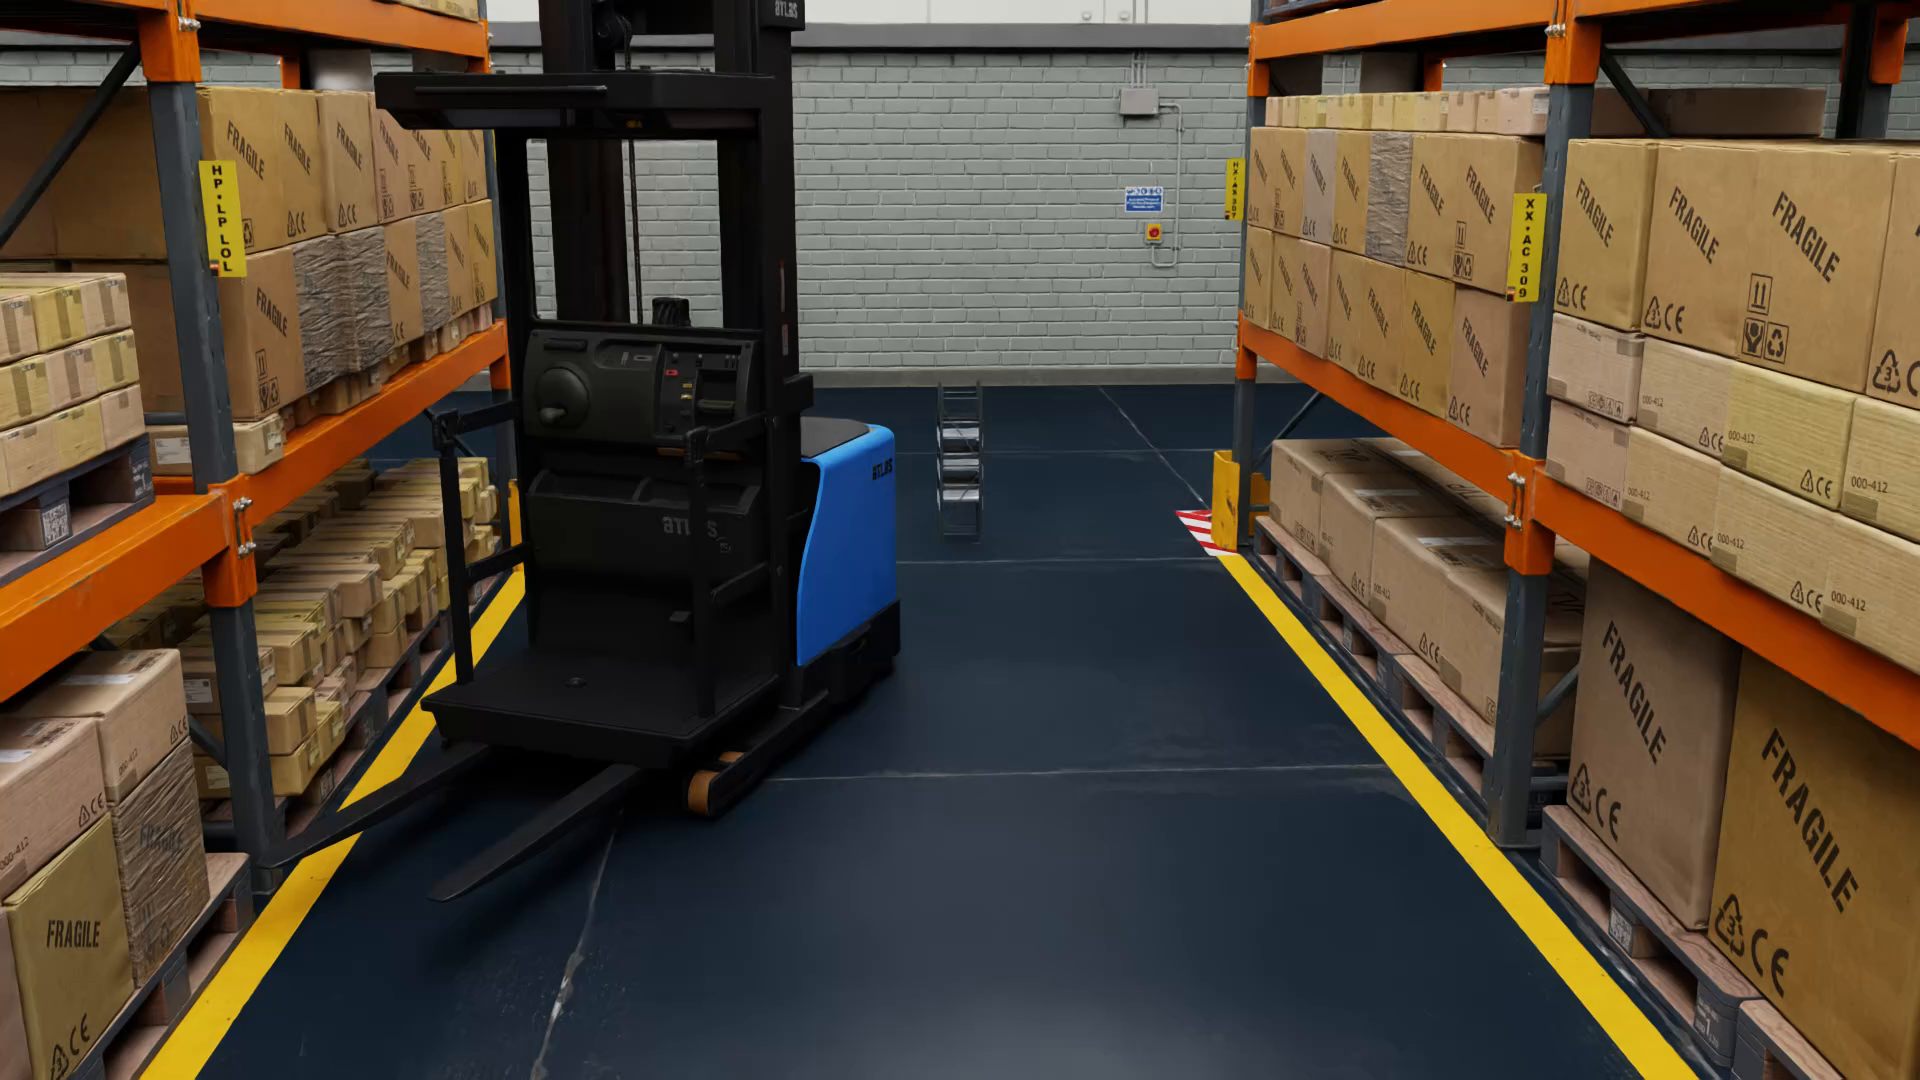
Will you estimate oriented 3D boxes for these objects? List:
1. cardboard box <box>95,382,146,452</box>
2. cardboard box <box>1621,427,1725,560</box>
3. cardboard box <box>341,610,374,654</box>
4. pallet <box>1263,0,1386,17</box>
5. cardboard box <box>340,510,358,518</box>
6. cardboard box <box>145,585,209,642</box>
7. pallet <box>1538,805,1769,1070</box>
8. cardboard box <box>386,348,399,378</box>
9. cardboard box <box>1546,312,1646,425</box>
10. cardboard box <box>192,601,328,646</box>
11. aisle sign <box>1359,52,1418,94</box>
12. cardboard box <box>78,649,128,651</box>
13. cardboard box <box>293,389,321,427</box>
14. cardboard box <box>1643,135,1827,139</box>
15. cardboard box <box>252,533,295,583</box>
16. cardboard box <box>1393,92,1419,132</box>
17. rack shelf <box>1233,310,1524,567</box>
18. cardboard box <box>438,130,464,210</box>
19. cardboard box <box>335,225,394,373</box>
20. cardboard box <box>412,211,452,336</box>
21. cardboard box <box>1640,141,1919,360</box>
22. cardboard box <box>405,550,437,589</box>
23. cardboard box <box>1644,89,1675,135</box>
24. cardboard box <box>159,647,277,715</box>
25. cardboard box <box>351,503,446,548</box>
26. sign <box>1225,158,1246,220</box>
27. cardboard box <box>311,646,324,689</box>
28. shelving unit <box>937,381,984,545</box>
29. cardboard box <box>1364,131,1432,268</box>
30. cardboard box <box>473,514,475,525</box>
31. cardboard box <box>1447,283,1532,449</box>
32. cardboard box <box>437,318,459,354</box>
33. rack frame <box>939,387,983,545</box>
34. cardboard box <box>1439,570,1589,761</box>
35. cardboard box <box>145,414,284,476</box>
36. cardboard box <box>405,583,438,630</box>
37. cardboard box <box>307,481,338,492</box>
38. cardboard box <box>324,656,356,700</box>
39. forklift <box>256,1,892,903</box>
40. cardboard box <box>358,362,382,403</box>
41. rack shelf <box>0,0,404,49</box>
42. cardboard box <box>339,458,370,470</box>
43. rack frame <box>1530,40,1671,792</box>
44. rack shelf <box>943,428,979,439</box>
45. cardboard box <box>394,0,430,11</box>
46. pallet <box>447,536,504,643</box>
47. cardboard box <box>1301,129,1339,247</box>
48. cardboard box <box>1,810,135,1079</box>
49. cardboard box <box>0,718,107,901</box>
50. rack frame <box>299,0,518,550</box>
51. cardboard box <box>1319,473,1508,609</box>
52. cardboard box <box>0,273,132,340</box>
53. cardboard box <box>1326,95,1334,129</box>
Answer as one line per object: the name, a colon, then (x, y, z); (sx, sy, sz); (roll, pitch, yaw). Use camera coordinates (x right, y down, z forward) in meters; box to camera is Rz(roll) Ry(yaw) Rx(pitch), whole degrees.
cardboard box: (-2.428, -0.329, 4.446); (0.380, 0.149, 0.250); (-1, 14, -5)
cardboard box: (2.081, -0.129, 4.311); (0.500, 0.250, 0.500); (-1, 14, -5)
cardboard box: (-2.517, 0.338, 6.475); (0.380, 0.149, 0.250); (0, 14, -1)
pallet: (2.093, -2.664, 8.020); (1.003, 0.211, 1.213); (-1, 14, -3)
cardboard box: (-3.058, -0.042, 7.950); (0.380, 0.149, 0.250); (-1, 14, -3)
cardboard box: (-2.948, 0.272, 6.136); (0.380, 0.149, 0.250); (0, 14, -2)
pallet: (2.407, 1.097, 4.839); (1.003, 0.211, 1.213); (-1, 14, -3)
cardboard box: (-2.571, -0.752, 6.932); (0.380, 0.149, 0.250); (-1, 14, -2)
cardboard box: (2.030, -0.500, 4.747); (0.500, 0.250, 0.500); (-1, 14, -5)
cardboard box: (-2.488, 0.326, 5.924); (0.392, 0.149, 0.269); (0, 14, -1)
aisle sign: (2.341, -2.721, 8.864); (0.394, 0.787, 0.004); (-1, 14, -3)
cardboard box: (-2.932, 0.462, 5.396); (0.380, 0.149, 0.250); (0, 14, -2)
cardboard box: (-2.511, -0.493, 5.926); (0.380, 0.149, 0.250); (-2, 15, -6)
cardboard box: (2.496, -1.099, 5.571); (0.500, 0.500, 0.500); (-1, 14, -3)
cardboard box: (-2.992, 0.075, 6.899); (0.380, 0.149, 0.250); (-1, 14, -3)
cardboard box: (1.931, -1.682, 6.533); (0.380, 0.149, 0.250); (-1, 14, -5)
rack shelf: (2.160, -0.593, 7.256); (1.077, 0.370, 4.000); (-1, 14, -3)
cardboard box: (-2.590, -1.778, 7.614); (0.500, 0.500, 0.500); (-1, 14, -5)
cardboard box: (-2.463, -0.911, 6.250); (0.500, 0.500, 0.500); (-1, 14, -5)
cardboard box: (-2.546, -1.168, 7.249); (0.500, 0.500, 0.500); (-1, 14, -3)
cardboard box: (2.084, -0.737, 4.164); (0.500, 0.500, 0.500); (-1, 14, -4)
cardboard box: (-2.504, 0.144, 7.227); (0.380, 0.149, 0.250); (0, 14, -1)
cardboard box: (2.492, -1.437, 5.583); (0.380, 0.149, 0.250); (-1, 14, -3)
cardboard box: (-2.465, 0.458, 5.413); (0.380, 0.149, 0.250); (0, 14, -1)
cardboard box: (-2.486, -0.063, 7.438); (0.380, 0.149, 0.250); (0, 14, -1)
sign: (1.482, -1.890, 8.954); (0.100, 0.325, 0.005); (-1, 14, -3)
cardboard box: (-2.510, 0.474, 5.947); (0.380, 0.149, 0.250); (-1, 14, -4)
shelving unit: (-3.707, -0.416, 3.020); (8.426, 4.047, 12.137); (-1, 14, -3)
cardboard box: (-0.145, 0.070, 4.217); (4.865, 2.090, 5.455); (-1, 14, -3)
cardboard box: (-2.618, -0.112, 8.222); (0.380, 0.149, 0.250); (-1, 14, -5)
cardboard box: (2.000, -0.604, 5.654); (0.500, 0.500, 0.500); (-1, 14, -3)
cardboard box: (-2.548, -0.951, 7.709); (0.380, 0.149, 0.250); (0, 14, -2)
rack frame: (0.006, -0.413, 9.324); (0.240, 0.900, 0.006); (-1, 14, -3)
cardboard box: (2.352, 0.435, 6.114); (0.875, 0.438, 0.875); (-1, 14, -4)
cardboard box: (-2.341, -0.297, 5.163); (0.380, 0.149, 0.250); (0, 14, -1)
cardboard box: (-2.506, 0.289, 7.262); (0.380, 0.149, 0.250); (-1, 14, -2)
cardboard box: (-3.180, -0.181, 7.896); (0.380, 0.149, 0.250); (-1, 14, -4)
cardboard box: (-2.501, 0.550, 6.249); (0.380, 0.149, 0.250); (-1, 14, -5)
forklift: (2.379, -1.787, 6.019); (7.586, 5.209, 9.645); (5, 15, 19)
cardboard box: (-2.471, -0.623, 6.433); (0.380, 0.149, 0.250); (0, 14, -1)
rack shelf: (-2.774, -2.014, 6.470); (0.831, 0.071, 3.687); (-1, 14, -3)
cardboard box: (-3.205, -0.313, 8.407); (0.380, 0.149, 0.250); (-2, 15, -6)
rack frame: (2.287, -0.444, 5.233); (0.949, 2.616, 0.053); (-1, 14, -3)
rack shelf: (-3.716, -0.707, 2.940); (8.407, 3.443, 12.128); (-1, 14, -3)
cardboard box: (-2.550, -2.358, 6.953); (0.500, 0.250, 0.500); (0, 14, -1)
pallet: (-2.878, 0.234, 8.192); (1.003, 0.211, 1.213); (-1, 14, -3)
cardboard box: (1.860, -1.592, 7.485); (0.500, 0.500, 0.500); (-1, 14, -4)
cardboard box: (-2.322, 0.972, 3.902); (0.500, 0.500, 0.500); (-1, 14, -5)
cardboard box: (-2.333, 0.611, 3.802); (0.500, 0.250, 0.500); (0, 14, -1)
rack frame: (-2.898, -1.338, 8.705); (1.000, 3.000, 0.127); (-1, 14, -3)
cardboard box: (2.242, -0.012, 7.851); (0.875, 0.438, 0.875); (0, 14, -2)
cardboard box: (-2.431, -0.616, 4.367); (0.380, 0.149, 0.250); (0, 14, -1)
cardboard box: (1.874, -1.933, 7.511); (0.380, 0.149, 0.250); (-1, 14, -3)
